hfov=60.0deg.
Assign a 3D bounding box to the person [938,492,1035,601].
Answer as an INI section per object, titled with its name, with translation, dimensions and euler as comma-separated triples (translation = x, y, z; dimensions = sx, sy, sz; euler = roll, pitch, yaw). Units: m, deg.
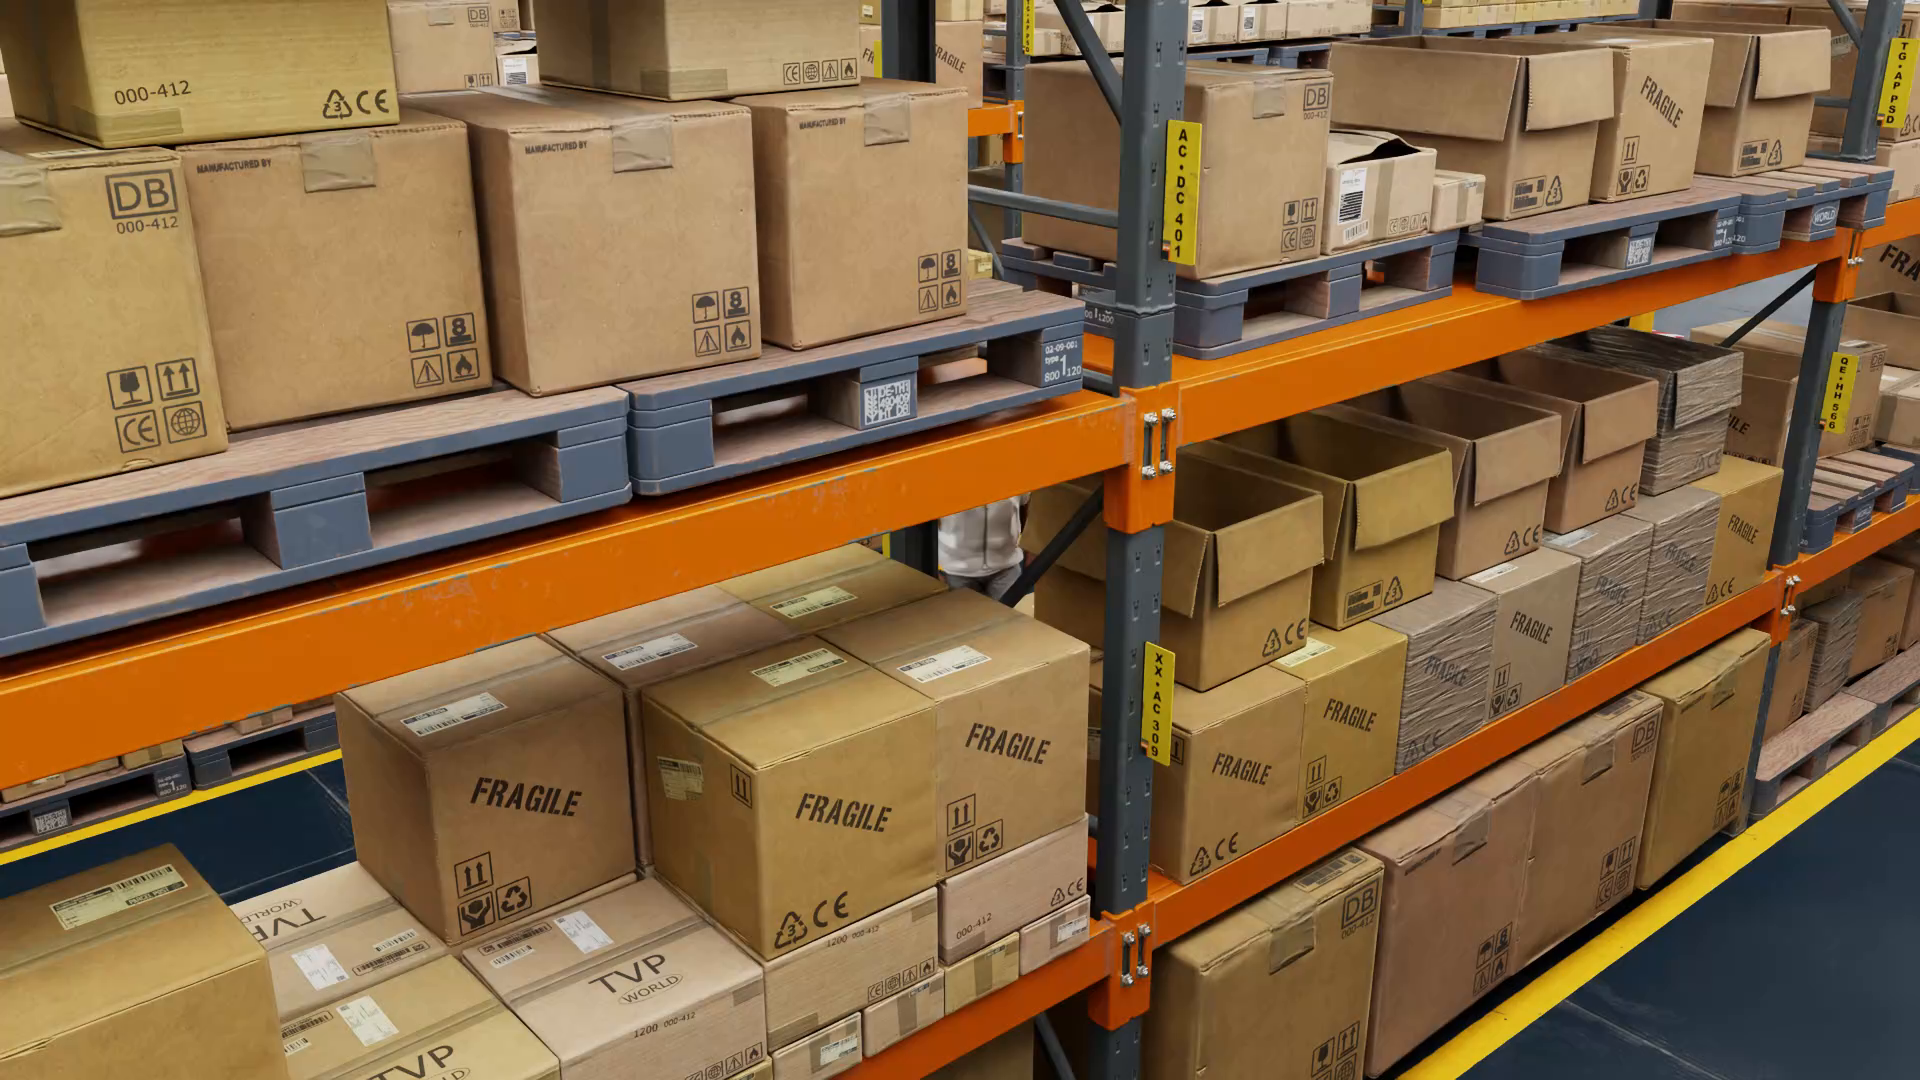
[person]
translation = 0.105, 0.134, 8.179
dimensions = 0.615, 1.794, 0.457
euler = -4, 21, -9
